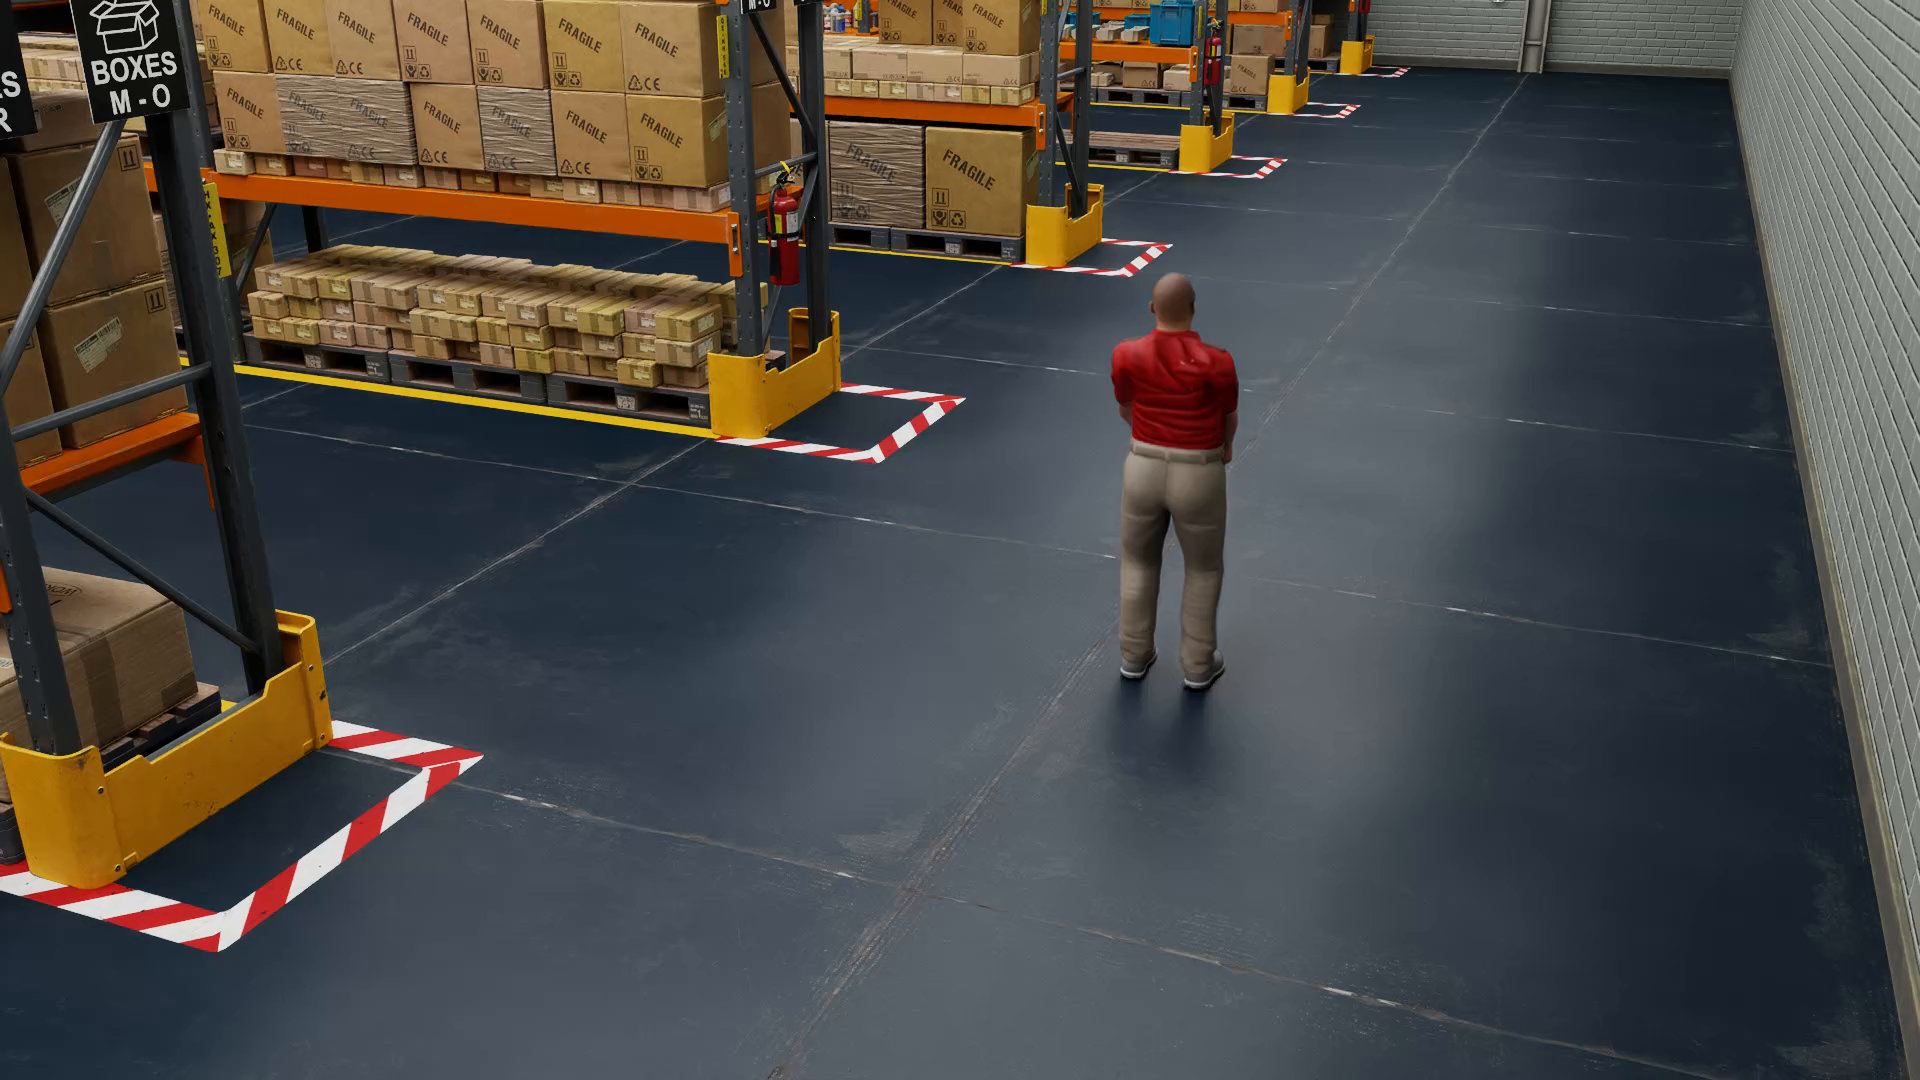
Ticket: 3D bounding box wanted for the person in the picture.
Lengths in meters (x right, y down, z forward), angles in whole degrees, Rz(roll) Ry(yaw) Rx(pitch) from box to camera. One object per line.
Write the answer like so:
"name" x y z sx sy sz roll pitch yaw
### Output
"person" 0.880 -0.265 6.764 0.501 1.723 0.527 9 24 20
